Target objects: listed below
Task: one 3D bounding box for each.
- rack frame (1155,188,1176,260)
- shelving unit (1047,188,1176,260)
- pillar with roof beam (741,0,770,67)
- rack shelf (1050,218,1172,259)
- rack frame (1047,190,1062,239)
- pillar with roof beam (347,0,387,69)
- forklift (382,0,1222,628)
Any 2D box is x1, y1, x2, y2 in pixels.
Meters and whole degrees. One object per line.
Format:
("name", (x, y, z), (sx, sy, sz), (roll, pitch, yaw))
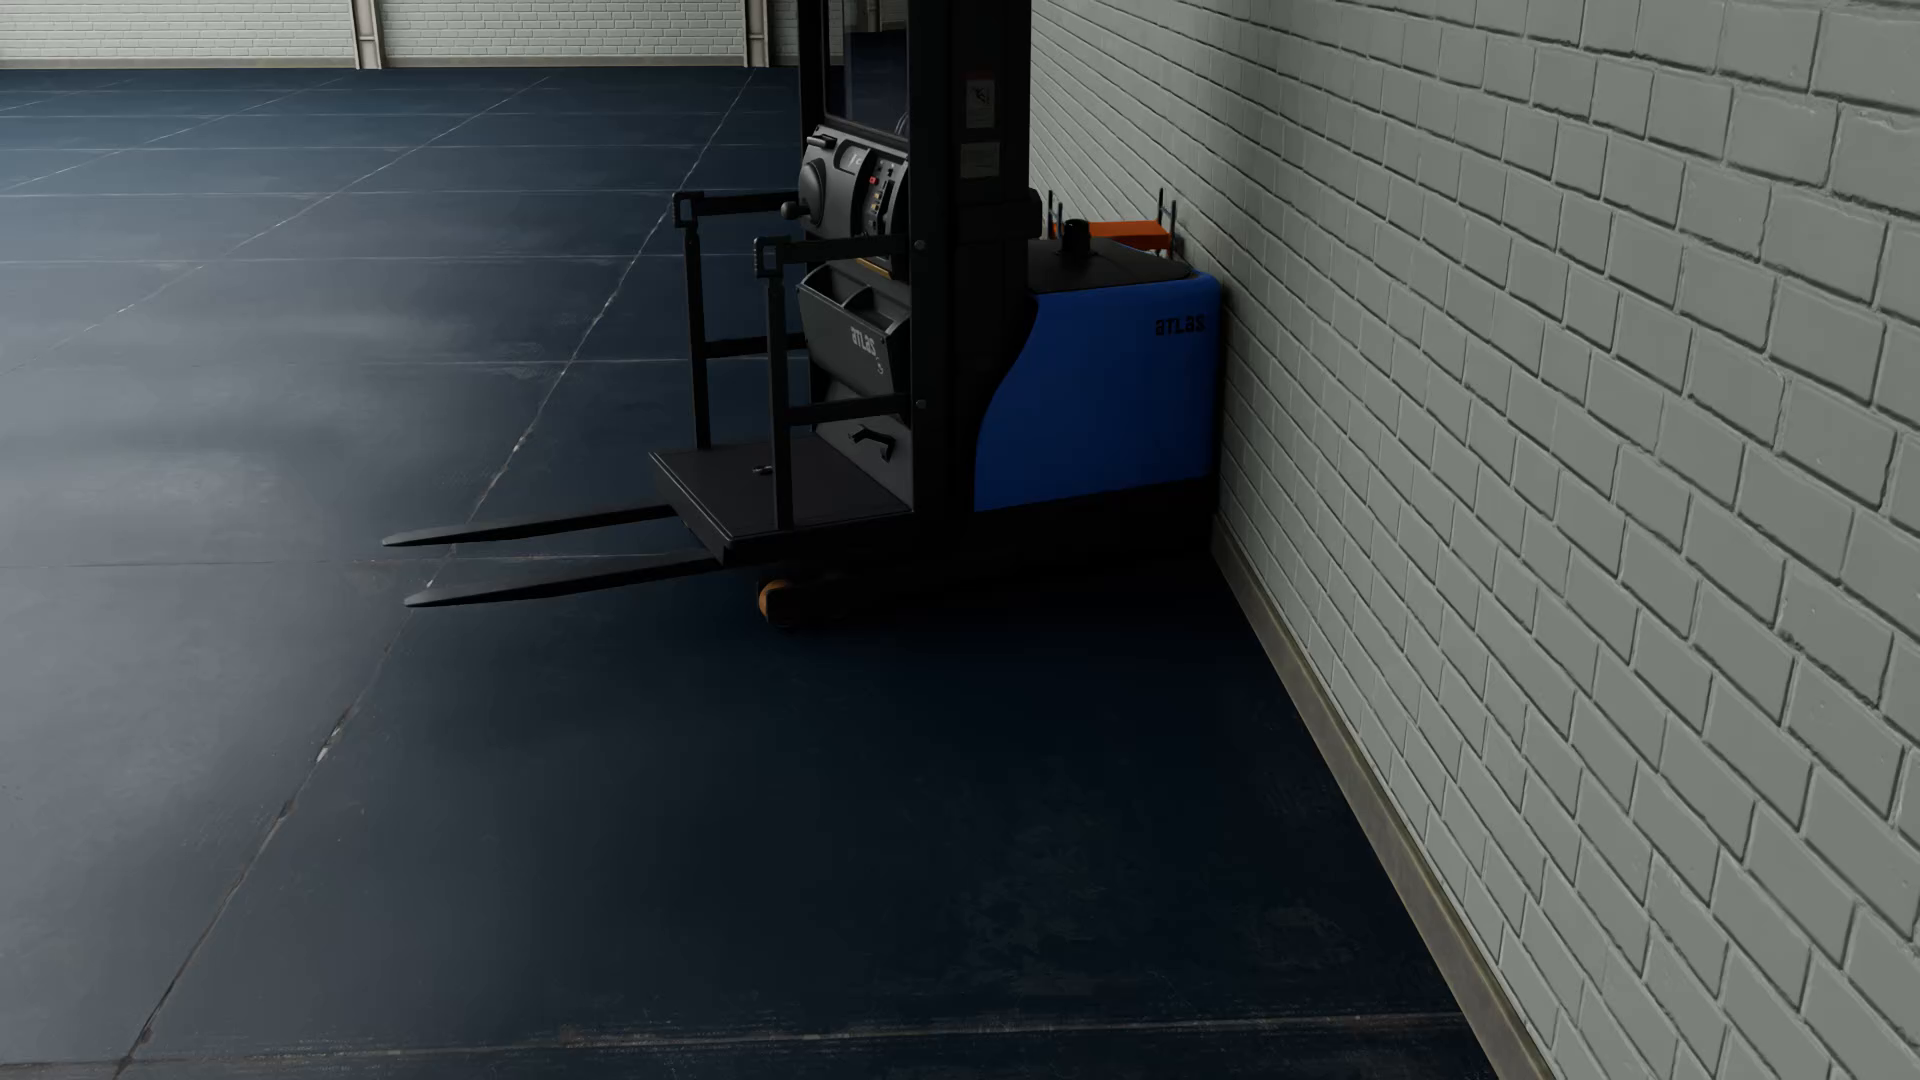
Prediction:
("rack frame", (0.882, -0.934, 7.363), (0.015, 1.200, 0.240), (-3, 25, -7))
("shelving unit", (0.641, -0.922, 7.332), (0.503, 1.200, 0.258), (-3, 25, -7))
("pillar with roof beam", (-2.963, -10.175, 20.699), (0.400, 9.000, 9.100), (-1, 21, -3))
("rack shelf", (0.644, -1.279, 7.167), (0.480, 0.148, 0.258), (-3, 25, -7))
("rack frame", (0.399, -0.910, 7.302), (0.015, 1.200, 0.240), (-3, 25, -7))
("pillar with roof beam", (-8.953, -10.053, 20.379), (0.400, 9.000, 9.100), (-1, 21, -3))
("forklift", (-0.570, -1.278, 5.857), (3.031, 2.935, 1.130), (-9, 23, -23))
